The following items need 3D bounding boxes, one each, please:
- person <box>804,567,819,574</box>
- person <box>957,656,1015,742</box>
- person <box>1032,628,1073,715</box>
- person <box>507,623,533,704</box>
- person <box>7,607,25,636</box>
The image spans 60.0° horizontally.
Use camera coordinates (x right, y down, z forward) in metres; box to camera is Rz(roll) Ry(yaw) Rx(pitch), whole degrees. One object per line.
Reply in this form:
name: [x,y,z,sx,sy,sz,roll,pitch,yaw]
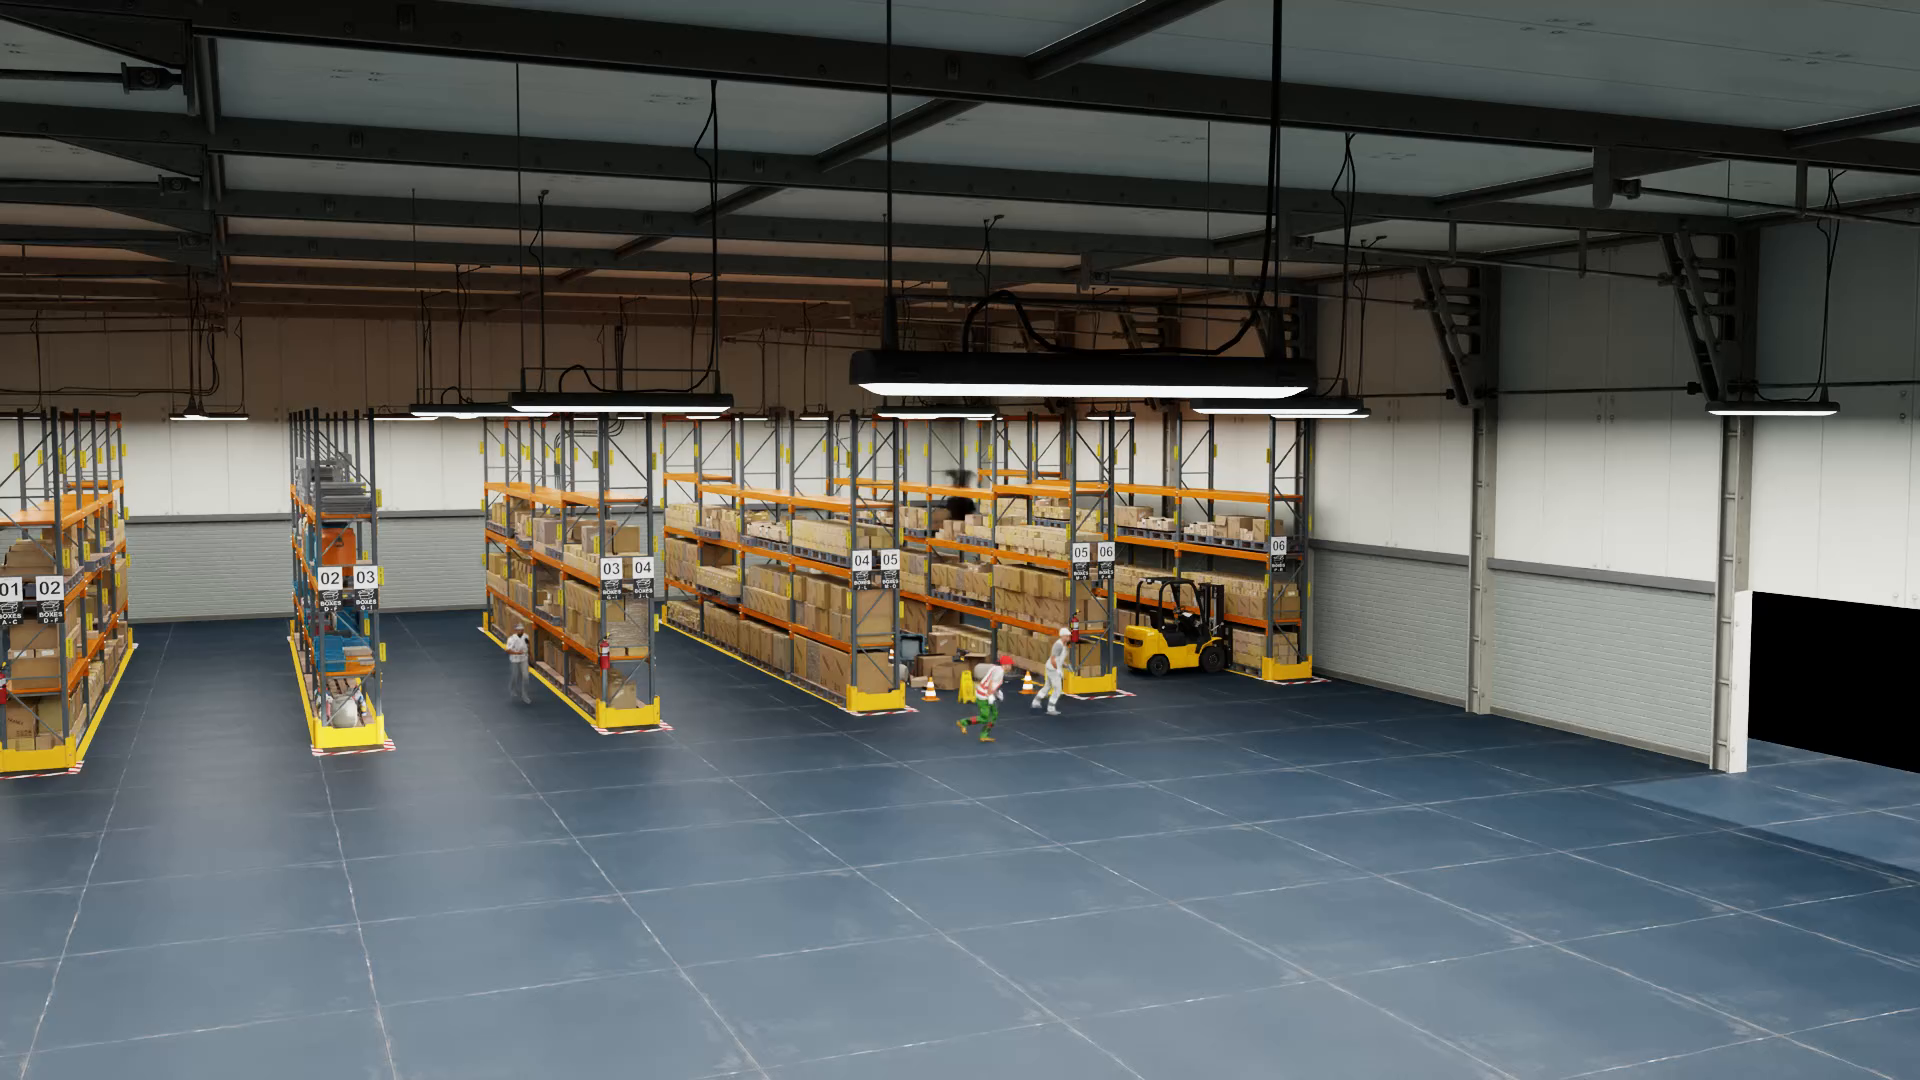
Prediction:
person: [-4.403,1.369,51.043,0.913,1.589,0.733,-2,4,-25]
person: [0.463,2.858,29.856,1.053,1.570,0.670,0,4,-2]
person: [1.813,2.573,32.791,0.831,1.717,0.673,1,4,8]
person: [-9.080,2.503,34.245,0.574,1.659,0.956,-2,4,-27]
person: [-24.937,1.765,44.100,0.764,1.813,0.713,0,4,0]
